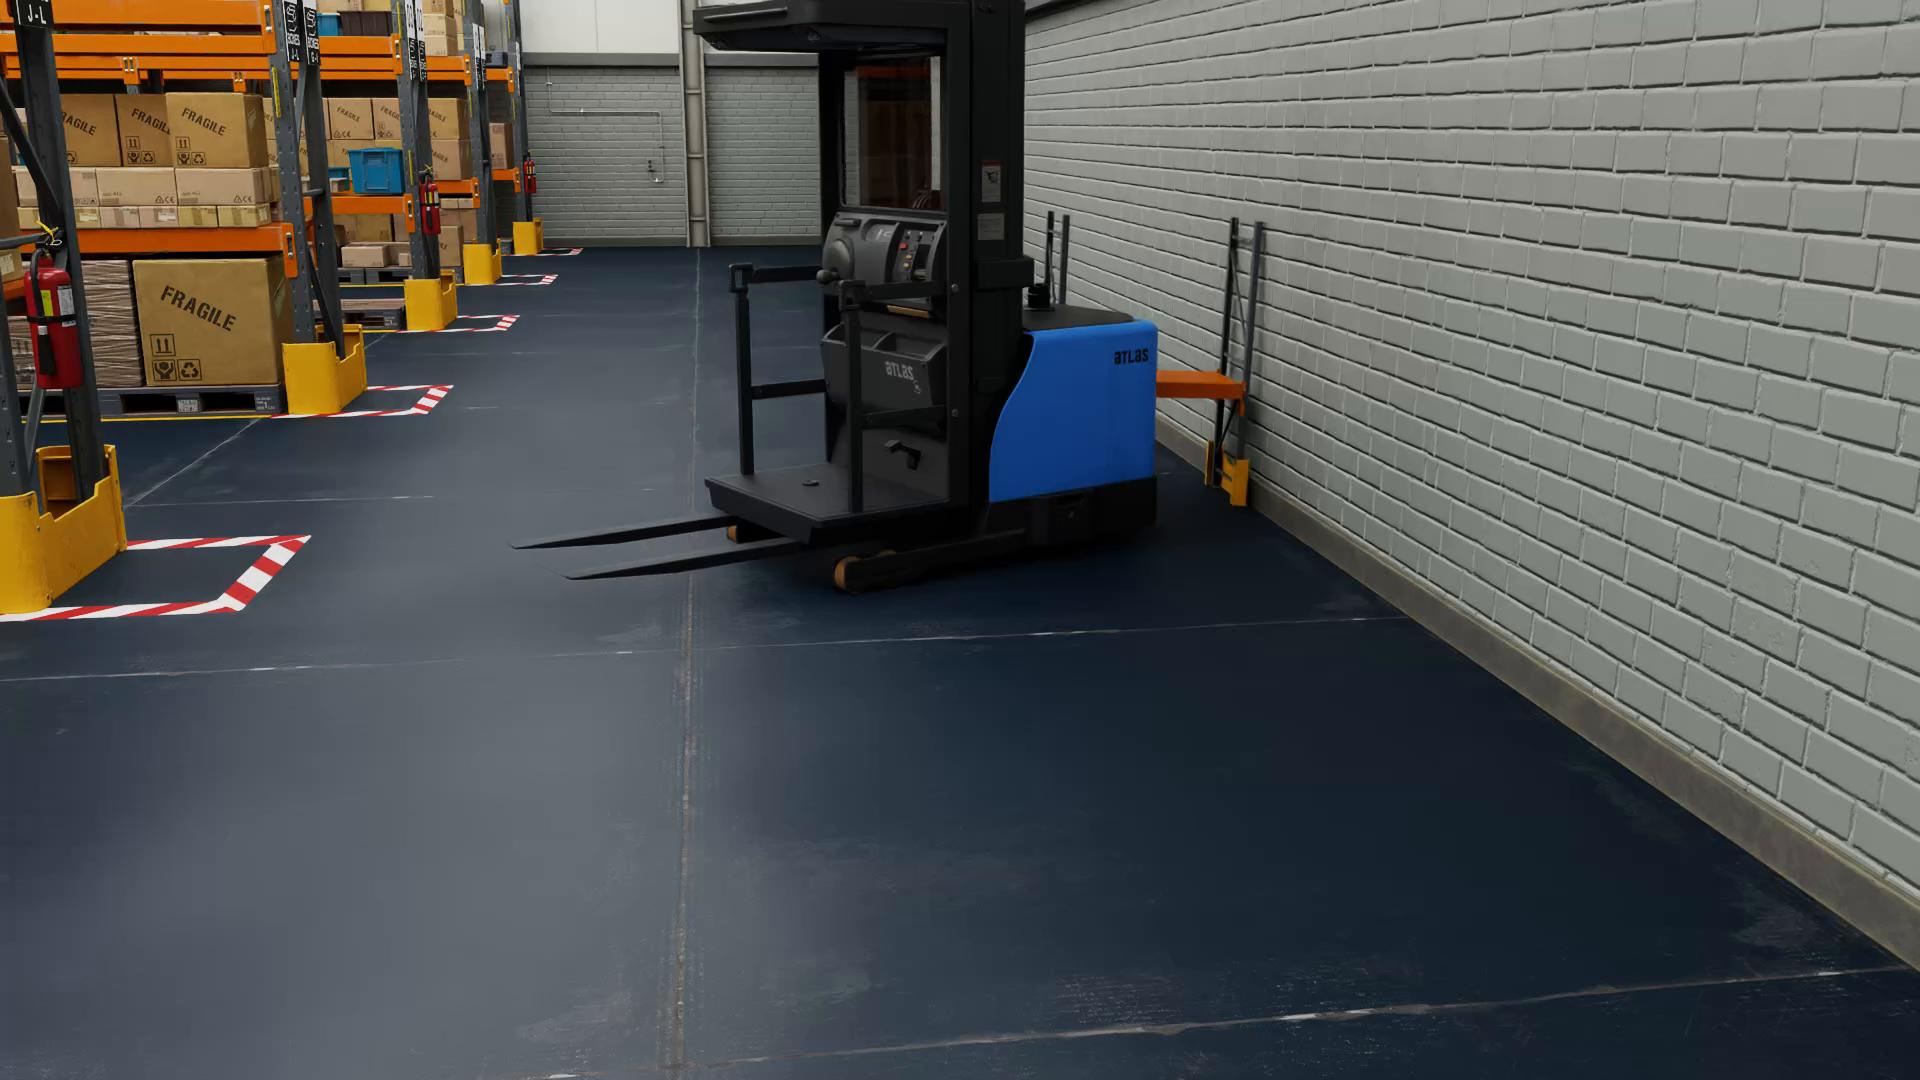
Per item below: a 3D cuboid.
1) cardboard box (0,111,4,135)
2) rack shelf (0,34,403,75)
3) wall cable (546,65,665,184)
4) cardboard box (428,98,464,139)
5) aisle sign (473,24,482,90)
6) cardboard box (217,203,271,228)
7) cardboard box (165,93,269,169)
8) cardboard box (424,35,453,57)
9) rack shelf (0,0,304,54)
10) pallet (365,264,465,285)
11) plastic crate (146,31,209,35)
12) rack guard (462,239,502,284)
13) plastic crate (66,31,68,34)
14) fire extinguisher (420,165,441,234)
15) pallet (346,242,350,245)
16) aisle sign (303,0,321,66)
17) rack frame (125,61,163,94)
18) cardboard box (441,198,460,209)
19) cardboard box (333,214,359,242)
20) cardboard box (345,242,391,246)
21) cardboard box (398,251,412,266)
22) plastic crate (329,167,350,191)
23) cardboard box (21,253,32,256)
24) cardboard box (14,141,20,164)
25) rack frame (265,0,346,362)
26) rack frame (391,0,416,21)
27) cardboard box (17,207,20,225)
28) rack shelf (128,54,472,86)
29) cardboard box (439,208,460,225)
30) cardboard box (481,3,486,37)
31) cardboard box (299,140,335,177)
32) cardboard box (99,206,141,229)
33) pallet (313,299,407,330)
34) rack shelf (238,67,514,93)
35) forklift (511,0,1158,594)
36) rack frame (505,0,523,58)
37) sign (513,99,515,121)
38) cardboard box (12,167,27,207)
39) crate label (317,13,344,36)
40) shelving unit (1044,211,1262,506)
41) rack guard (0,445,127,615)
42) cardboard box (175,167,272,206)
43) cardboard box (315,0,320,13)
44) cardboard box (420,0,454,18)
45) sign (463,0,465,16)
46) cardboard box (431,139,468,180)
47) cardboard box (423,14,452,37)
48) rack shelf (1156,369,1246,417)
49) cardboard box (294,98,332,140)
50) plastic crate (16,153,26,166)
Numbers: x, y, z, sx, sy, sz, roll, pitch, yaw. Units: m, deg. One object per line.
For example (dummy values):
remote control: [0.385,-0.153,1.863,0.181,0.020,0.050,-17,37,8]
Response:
cardboard box: [-4.537,-2.011,7.200,0.500,0.500,0.500,-2,14,-9]
rack shelf: [-7.409,-4.707,16.137,4.000,0.370,1.077,-2,14,-8]
wall cable: [-5.782,-6.823,27.174,1.851,1.984,0.084,-2,14,-8]
cardboard box: [-6.564,-5.316,20.993,0.500,0.500,0.500,-2,14,-9]
aisle sign: [-6.052,-6.055,20.854,0.004,0.787,0.394,-2,14,-8]
cardboard box: [-4.996,-2.268,11.616,0.250,0.149,0.380,-2,14,-7]
cardboard box: [-5.136,-2.836,11.521,0.500,0.500,0.500,-2,14,-8]
cardboard box: [-6.634,-6.165,20.781,0.500,0.250,0.500,-2,14,-8]
rack shelf: [-6.671,-3.516,11.386,4.000,0.370,1.077,-2,14,-8]
pallet: [-7.028,-3.480,21.667,1.213,0.211,1.003,-2,14,-8]
plastic crate: [-7.437,-4.866,15.834,0.530,0.136,0.437,-2,14,-8]
rack guard: [-6.240,-3.650,21.748,0.348,0.500,1.175,-2,14,-8]
plastic crate: [-8.534,-5.012,16.218,0.300,0.233,0.416,-2,14,-8]
fire extinguisher: [-5.214,-3.351,16.344,0.183,0.674,0.296,-2,14,-8]
pallet: [-10.099,-4.568,26.001,1.213,0.211,1.003,-2,14,-8]
aisle sign: [-4.667,-3.818,11.934,0.004,0.787,0.394,-2,14,-8]
rack frame: [-10.120,-4.720,20.877,0.127,3.000,1.000,-2,14,-8]
cardboard box: [-7.937,-5.255,25.951,0.250,0.149,0.380,-2,14,-7]
cardboard box: [-9.610,-4.923,25.959,0.500,0.500,0.700,-2,14,-9]
cardboard box: [-7.734,-3.757,21.784,0.500,0.250,0.500,-2,14,-8]
cardboard box: [-7.080,-3.632,21.459,0.250,0.166,0.380,-2,14,-8]
plastic crate: [-6.375,-3.668,16.901,0.300,0.233,0.416,-2,14,-8]
cardboard box: [-7.094,-1.547,11.731,0.875,0.875,0.875,-2,14,-8]
cardboard box: [-11.858,-4.893,20.499,0.500,0.500,0.700,-6,15,-23]
rack frame: [-4.693,-2.482,11.952,0.127,3.000,1.000,-2,14,-8]
rack frame: [-5.431,-6.583,15.973,0.127,3.000,1.000,-2,14,-8]
cardboard box: [-6.508,-2.213,11.395,0.250,0.149,0.380,-2,14,-7]
rack shelf: [-8.143,-5.899,20.888,4.000,0.370,1.077,-2,14,-8]
cardboard box: [-8.079,-4.980,26.189,0.500,0.500,0.700,-2,14,-8]
cardboard box: [-7.665,-8.086,25.830,0.500,0.500,0.500,-3,14,-10]
cardboard box: [-8.072,-4.777,20.899,0.500,0.500,0.500,-2,14,-9]
cardboard box: [-5.749,-2.241,11.506,0.250,0.149,0.380,-2,14,-7]
pallet: [-6.252,-2.300,16.960,1.213,0.211,1.003,-2,14,-8]
rack shelf: [-8.884,-7.090,25.639,4.000,0.370,1.077,-2,14,-8]
forklift: [-0.524,-1.329,7.497,3.031,2.935,1.130,-10,17,-34]
rack frame: [-6.907,-8.966,25.475,0.127,3.000,1.000,-2,14,-8]
sign: [-6.840,-6.602,25.513,0.005,0.325,0.100,-2,14,-8]
cardboard box: [-6.652,-2.416,11.384,0.500,0.250,0.500,-2,14,-8]
crate label: [-6.391,-5.101,16.533,0.502,0.251,0.408,-2,14,-8]
shelving unit: [1.003,-0.986,8.980,1.083,1.500,0.587,1,13,-7]
rack guard: [-4.129,-0.070,7.474,0.348,0.500,1.175,-2,14,-8]
cardboard box: [-5.133,-2.472,11.610,0.500,0.250,0.500,-2,14,-9]
cardboard box: [-8.164,-6.794,20.717,0.500,0.500,0.700,-2,14,-8]
cardboard box: [-6.671,-6.831,20.866,0.500,0.500,0.700,-2,14,-8]
sign: [-6.102,-6.615,20.447,0.005,0.325,0.100,-2,14,-8]
cardboard box: [-6.567,-4.832,21.117,0.500,0.500,0.500,-2,14,-7]
cardboard box: [-6.635,-6.410,20.728,0.500,0.250,0.500,-2,14,-8]
rack shelf: [0.987,-0.811,9.020,1.000,0.185,0.538,1,13,-7]
cardboard box: [-8.084,-5.259,20.765,0.500,0.500,0.500,-2,14,-7]
plastic crate: [-8.975,-3.649,16.514,0.575,0.384,0.392,-2,14,-8]
